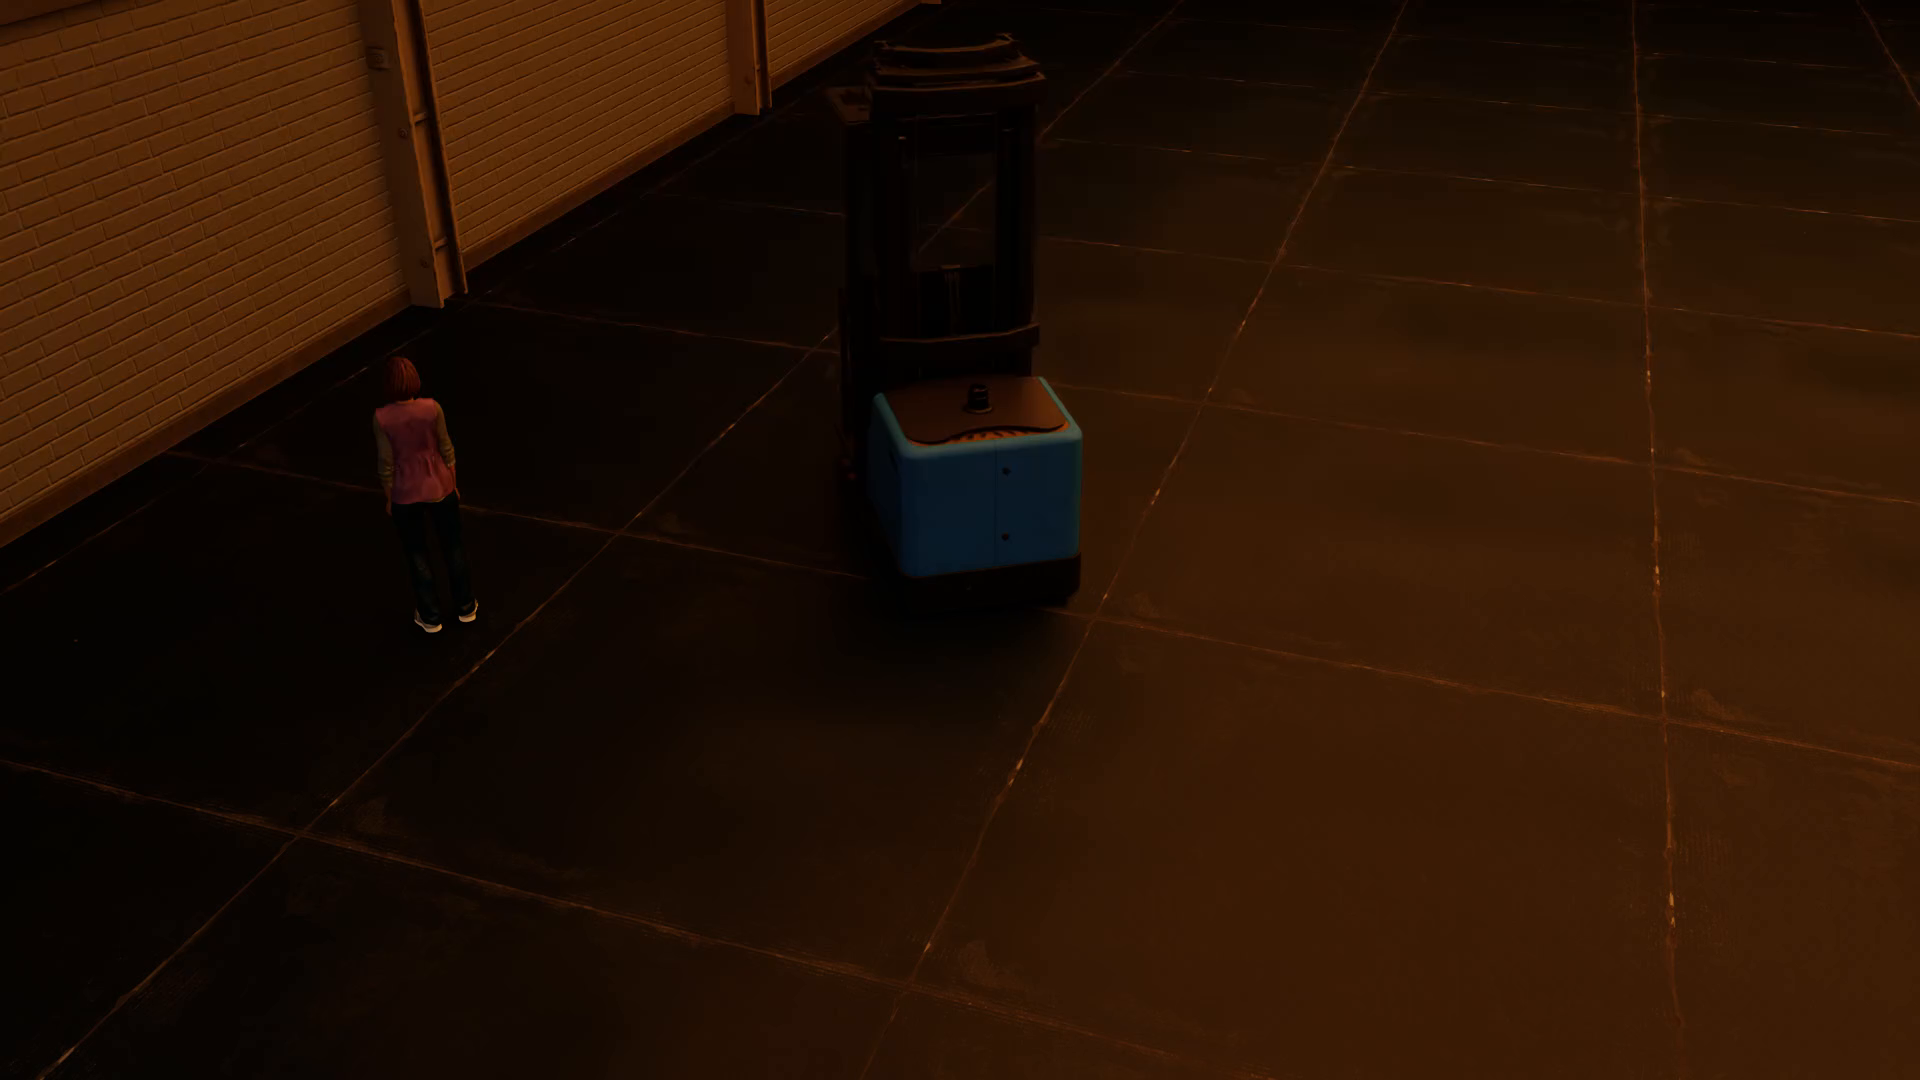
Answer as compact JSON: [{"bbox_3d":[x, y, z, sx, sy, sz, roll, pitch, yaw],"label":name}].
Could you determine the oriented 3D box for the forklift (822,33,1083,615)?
[{"bbox_3d":[-0.173,-1.575,9.899,1.130,2.935,3.031,-7,30,-12],"label":"forklift"}]

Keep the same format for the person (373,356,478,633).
[{"bbox_3d":[-2.881,-0.242,8.906,0.405,1.603,0.319,-14,33,-24],"label":"person"}]
